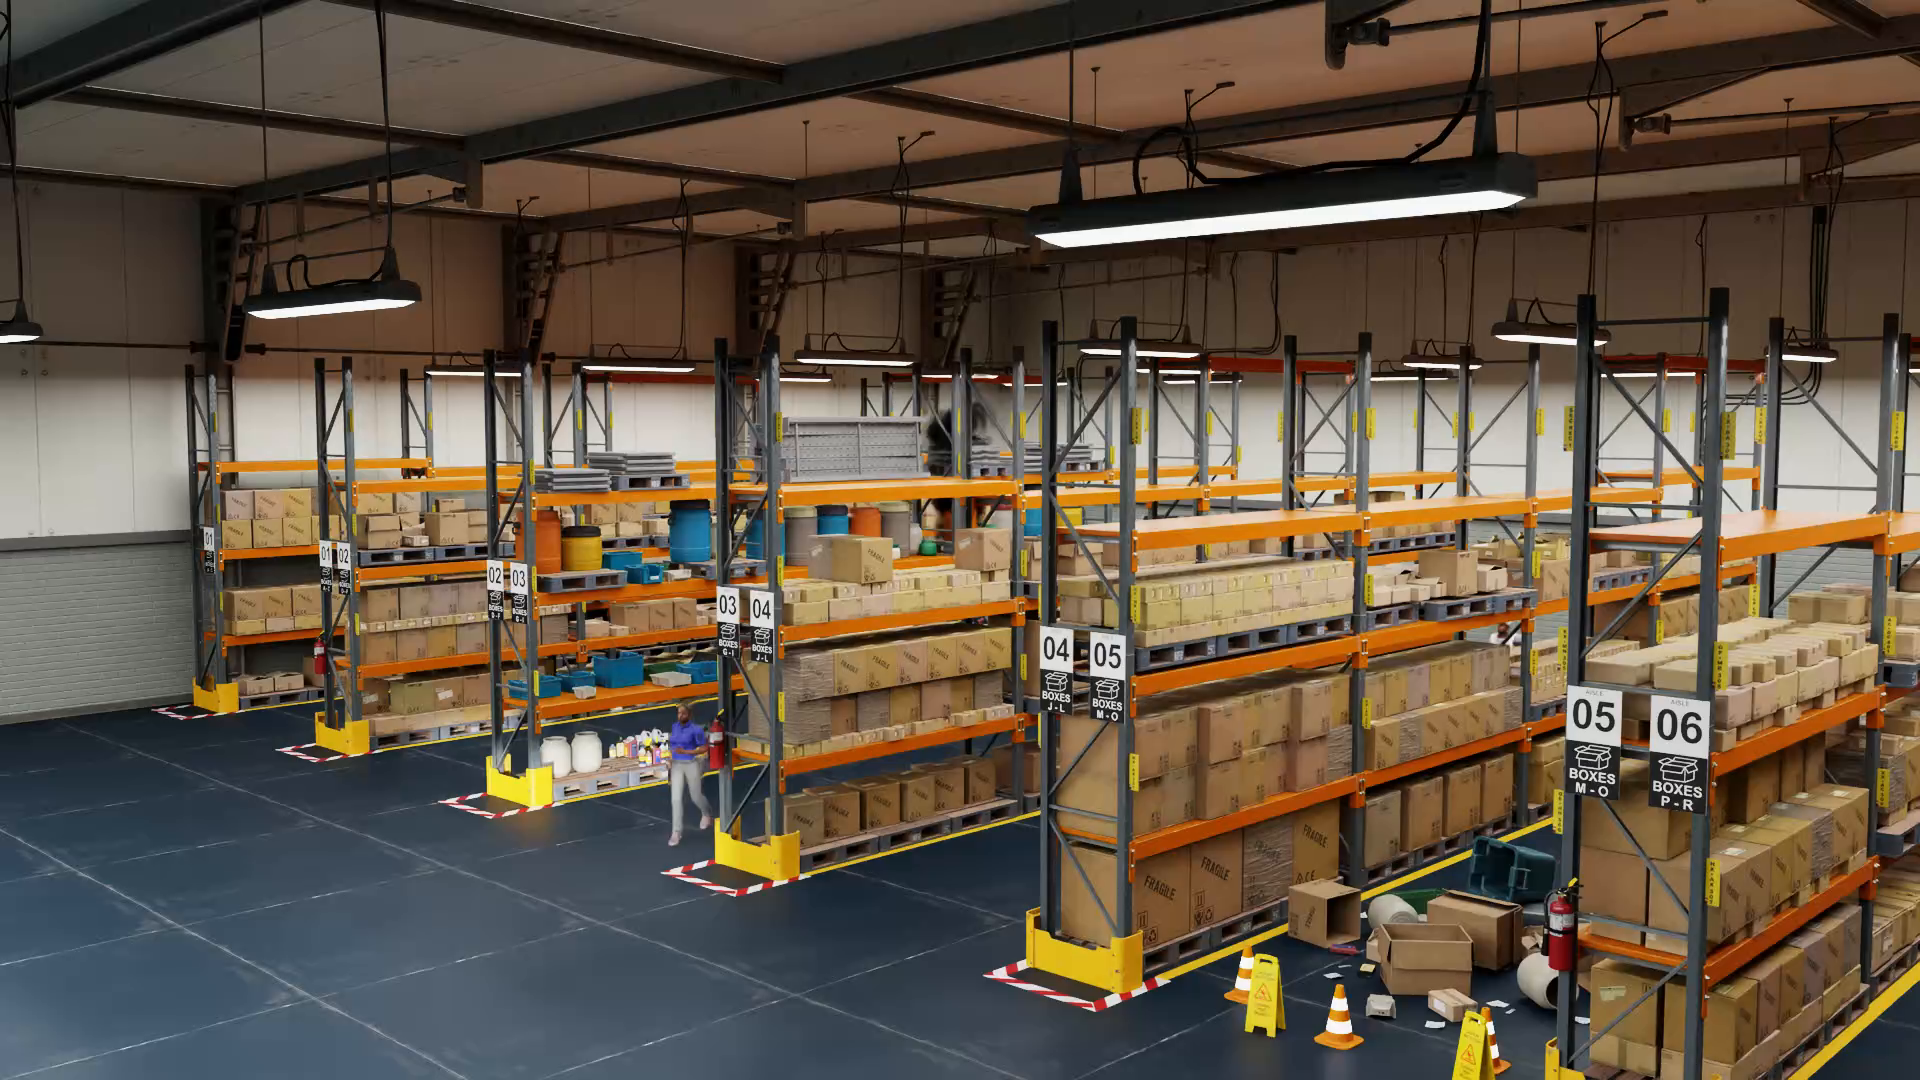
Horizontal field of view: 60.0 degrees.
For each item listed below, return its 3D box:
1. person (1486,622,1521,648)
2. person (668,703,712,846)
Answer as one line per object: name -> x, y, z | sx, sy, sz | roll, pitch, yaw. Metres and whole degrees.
person -> 8.967, 2.170, 27.497 | 0.909, 1.796, 0.689 | -4, 6, -43
person -> -3.290, 2.782, 20.075 | 0.574, 1.632, 0.920 | 1, 5, 17
